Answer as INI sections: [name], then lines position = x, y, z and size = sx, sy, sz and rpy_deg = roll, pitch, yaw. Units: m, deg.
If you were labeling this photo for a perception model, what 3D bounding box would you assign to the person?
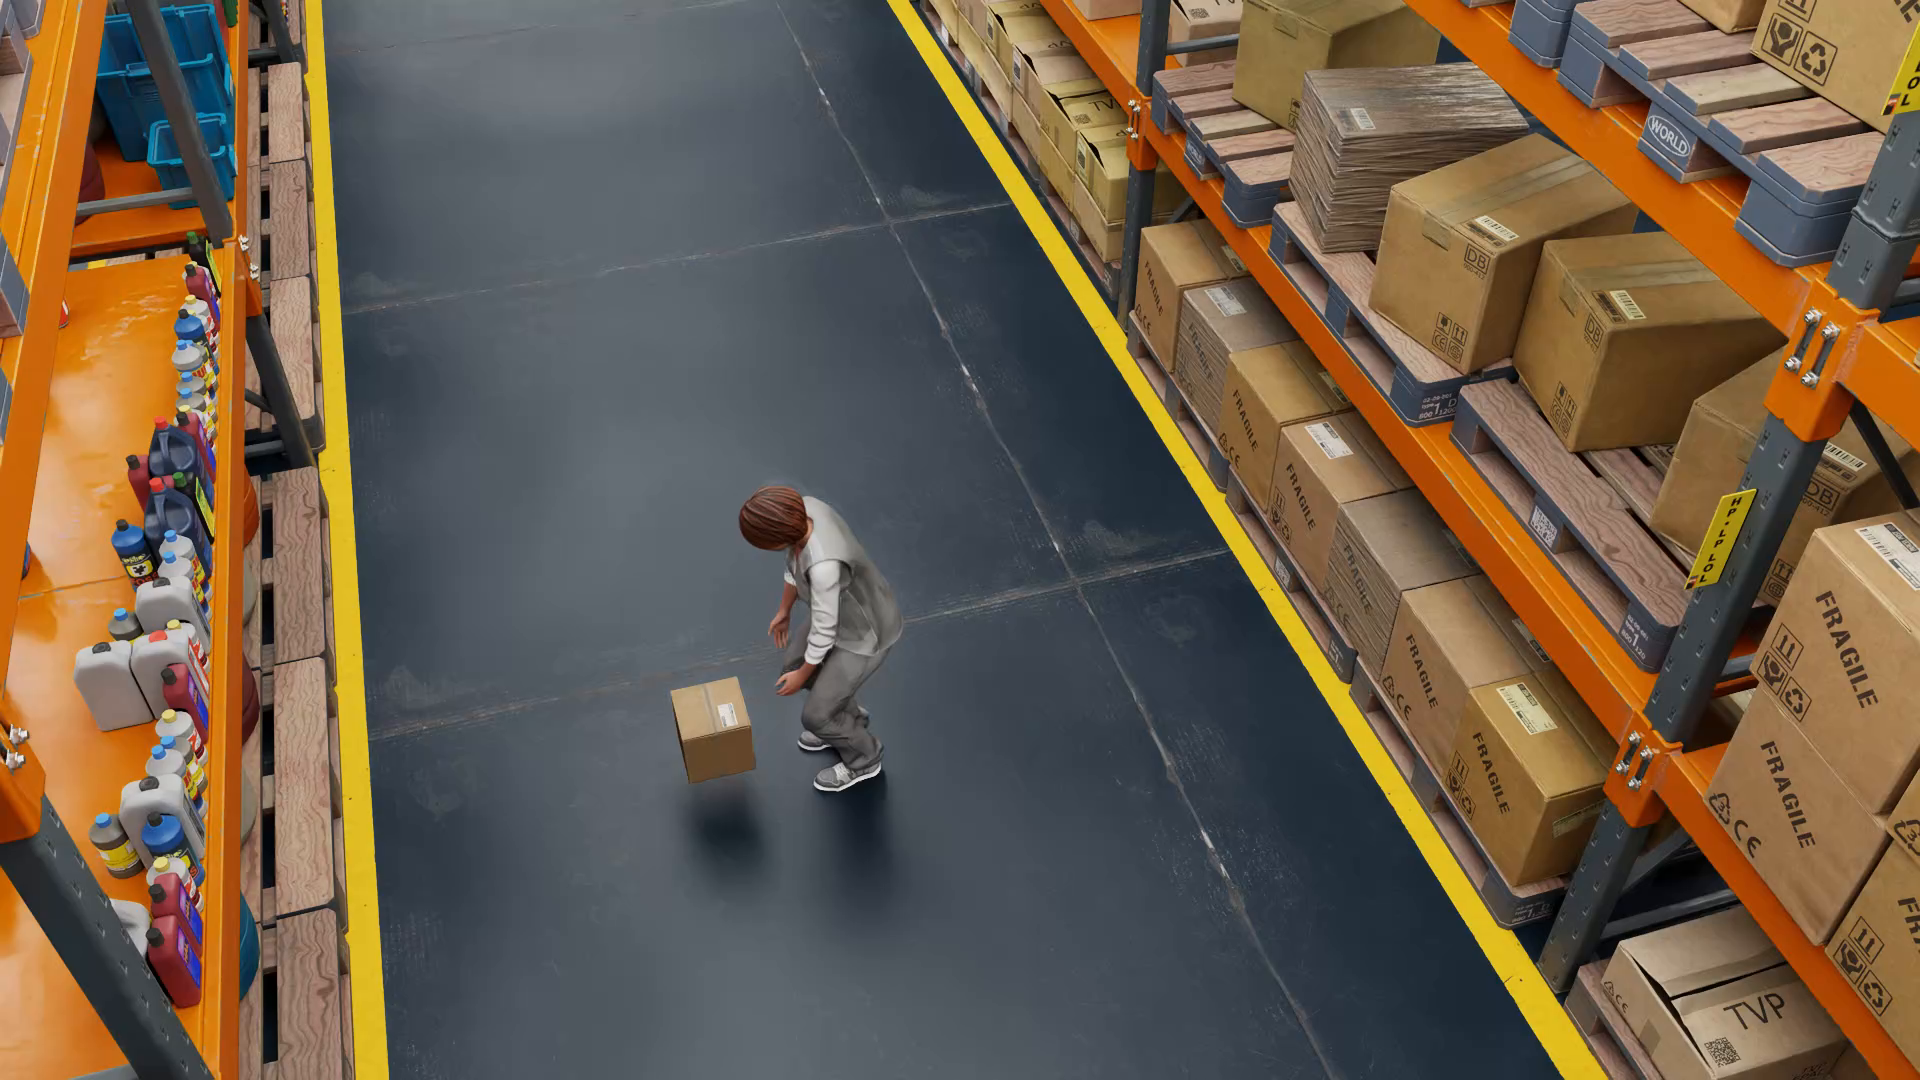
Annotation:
[person]
position = -0.466, 0.343, 5.919
size = 0.539, 1.444, 0.454
rpy_deg = -12, 44, -12
